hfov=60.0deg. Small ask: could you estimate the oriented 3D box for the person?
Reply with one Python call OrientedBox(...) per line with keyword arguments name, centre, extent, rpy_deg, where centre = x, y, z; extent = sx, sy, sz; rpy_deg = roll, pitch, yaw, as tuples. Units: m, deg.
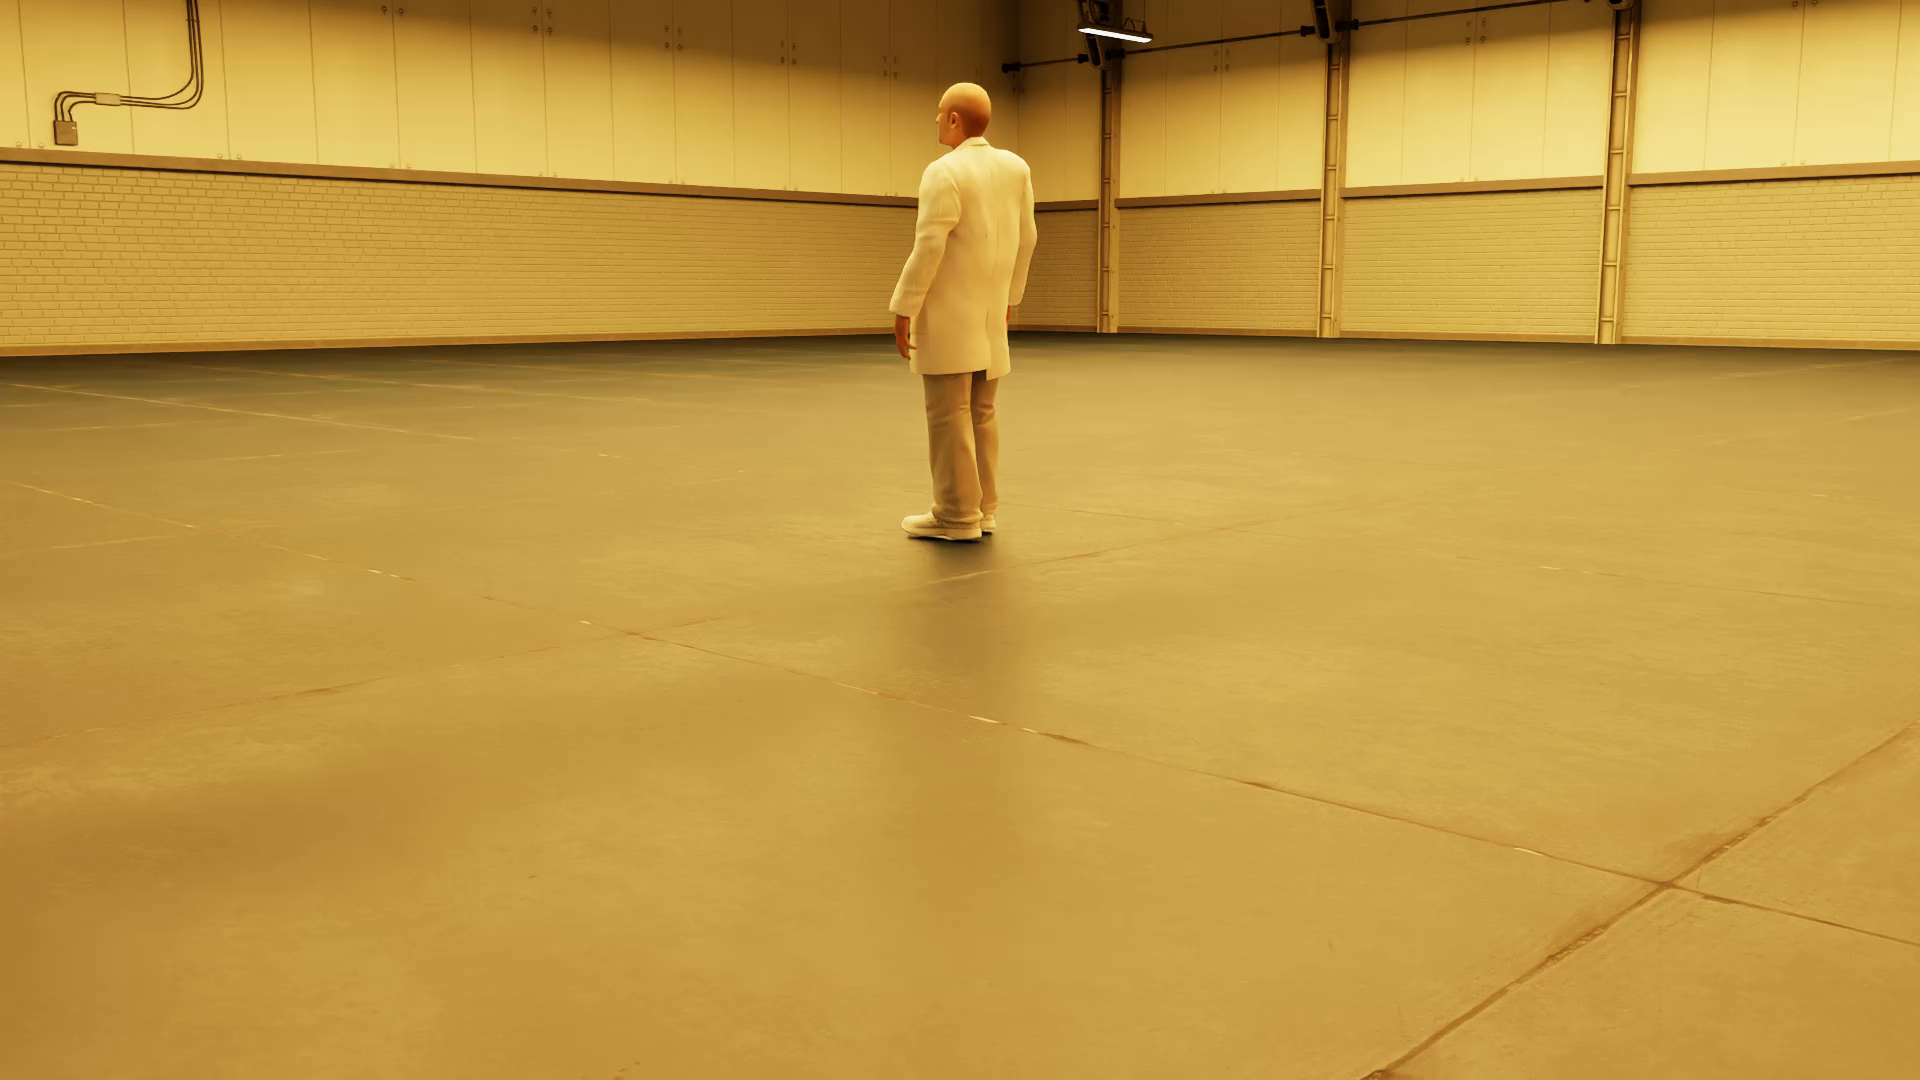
OrientedBox(name="person", centre=(-0.061, -0.896, 6.649), extent=(0.581, 1.775, 0.696), rpy_deg=(8, 12, 43))
